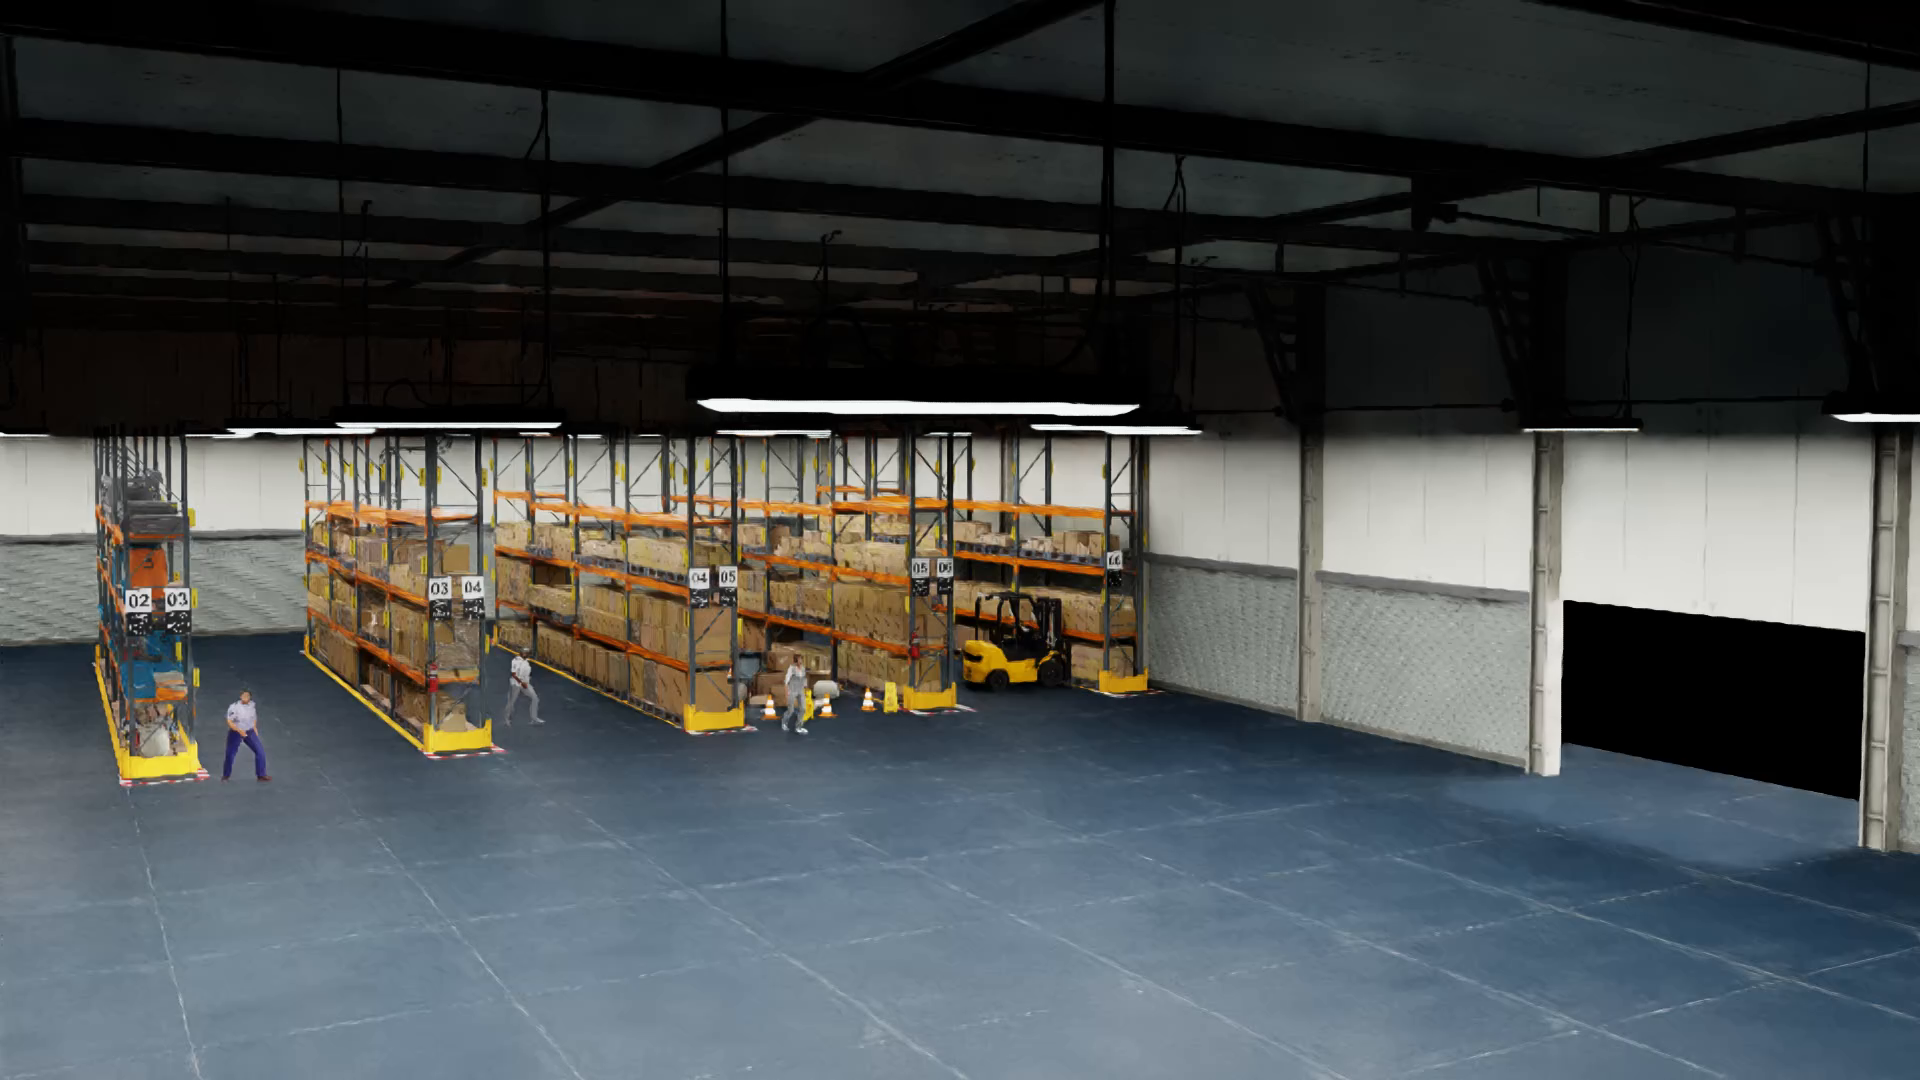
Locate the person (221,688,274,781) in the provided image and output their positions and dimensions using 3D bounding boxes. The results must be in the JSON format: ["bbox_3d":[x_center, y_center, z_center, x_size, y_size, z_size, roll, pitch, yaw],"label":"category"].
[{"bbox_3d":[-11.964,3.243,27.779,0.805,1.584,0.662,3,5,43],"label":"person"}]

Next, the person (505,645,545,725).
[{"bbox_3d":[-8.792,2.892,33.327,0.746,1.619,0.602,3,4,39],"label":"person"}]

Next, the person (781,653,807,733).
[{"bbox_3d":[-3.265,2.974,32.548,0.544,1.562,0.614,-3,4,-38],"label":"person"}]
